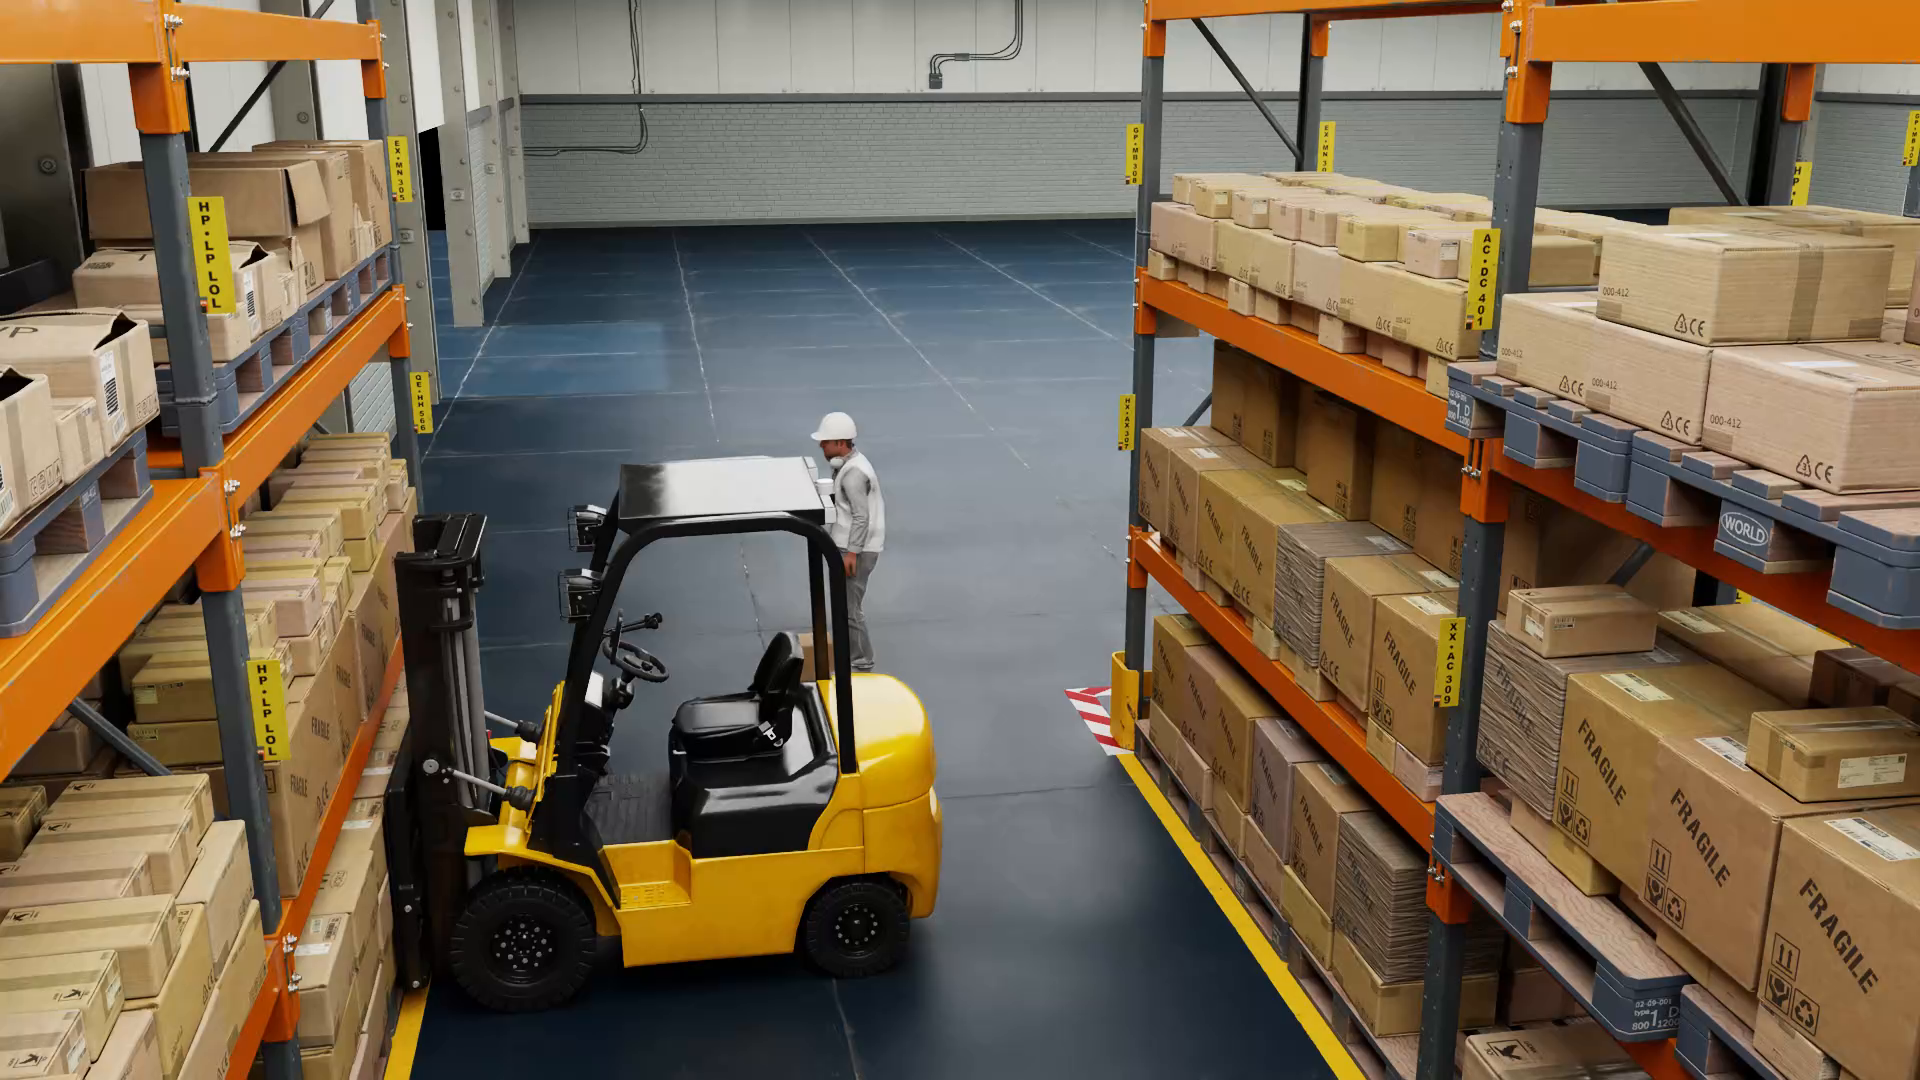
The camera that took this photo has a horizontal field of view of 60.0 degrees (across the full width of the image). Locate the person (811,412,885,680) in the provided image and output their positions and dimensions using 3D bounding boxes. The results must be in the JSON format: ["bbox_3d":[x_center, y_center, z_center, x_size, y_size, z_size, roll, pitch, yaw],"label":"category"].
[{"bbox_3d":[-0.728,0.030,10.886,0.466,1.771,0.584,-3,17,-11],"label":"person"}]
